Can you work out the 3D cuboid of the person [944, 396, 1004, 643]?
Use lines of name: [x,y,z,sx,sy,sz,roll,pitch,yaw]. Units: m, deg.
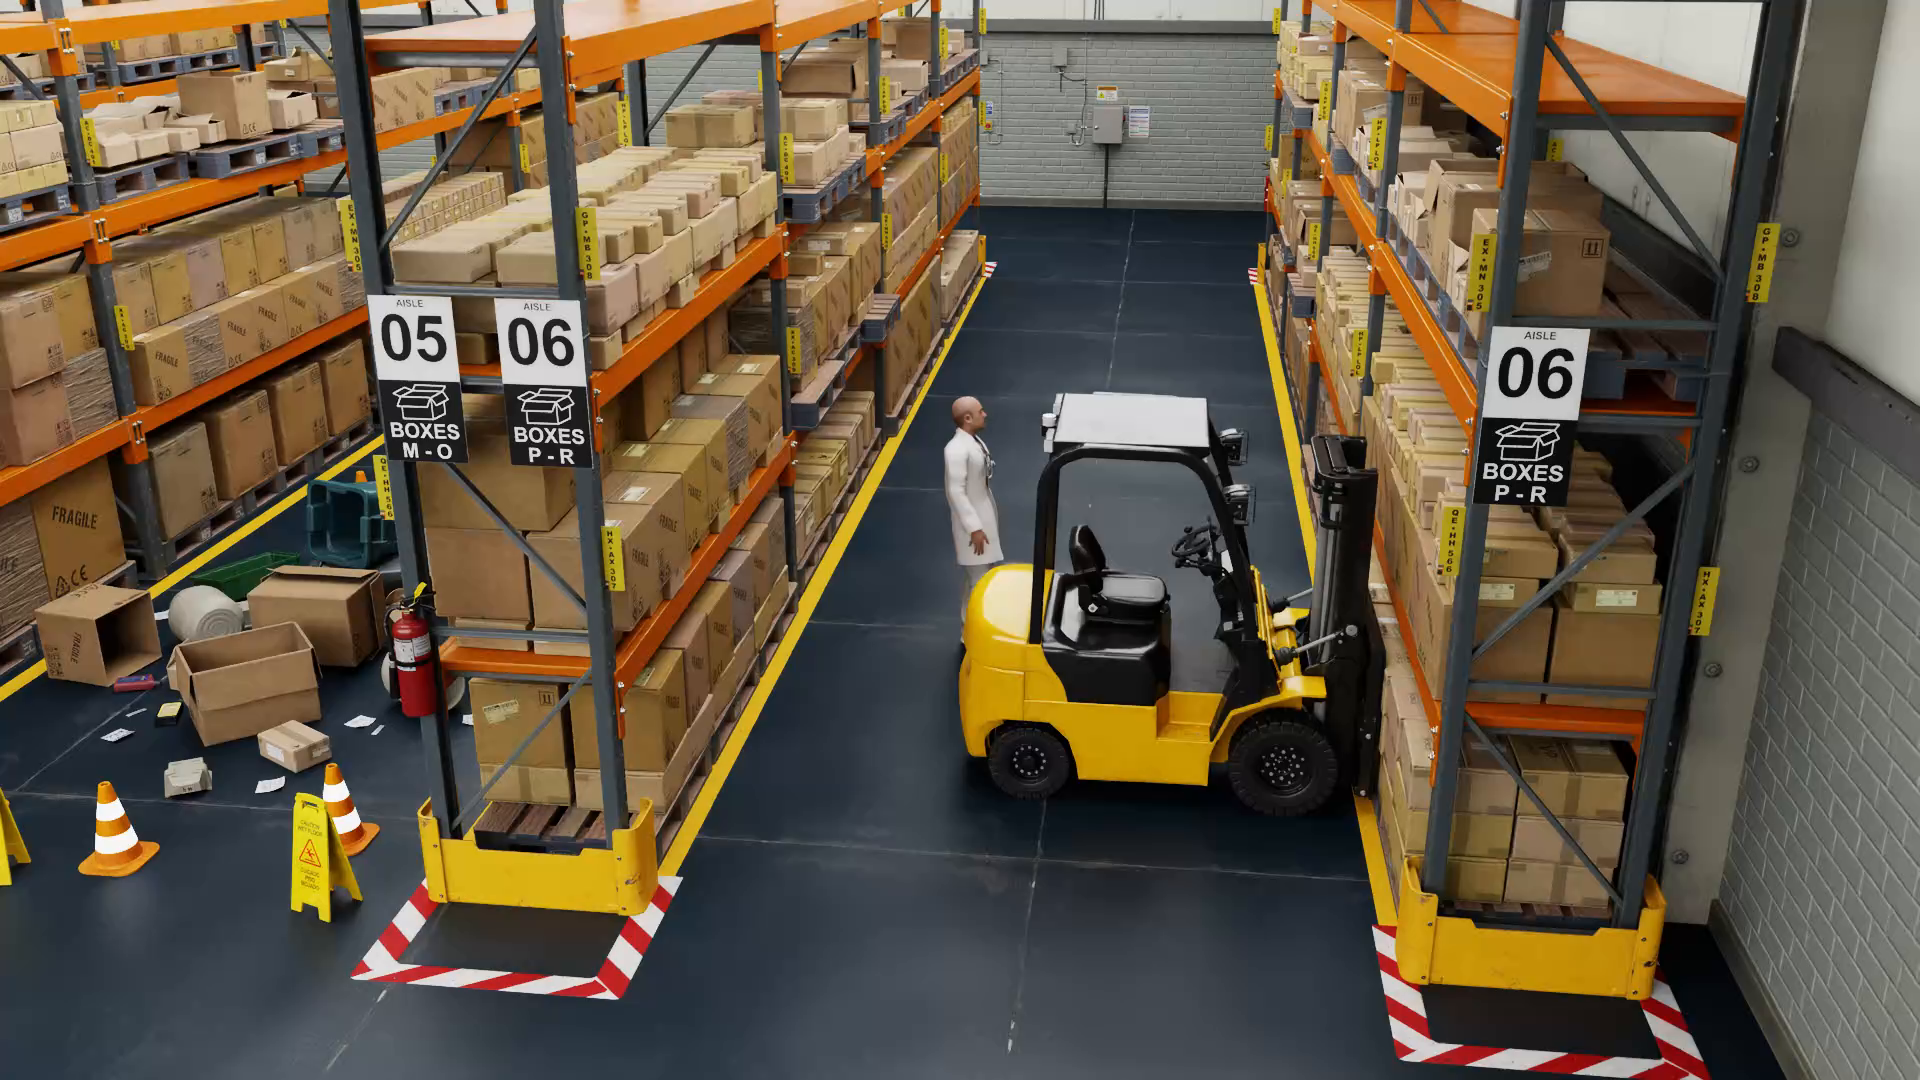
person: [0.195,-0.103,11.347,0.582,1.776,0.695,2,21,6]
